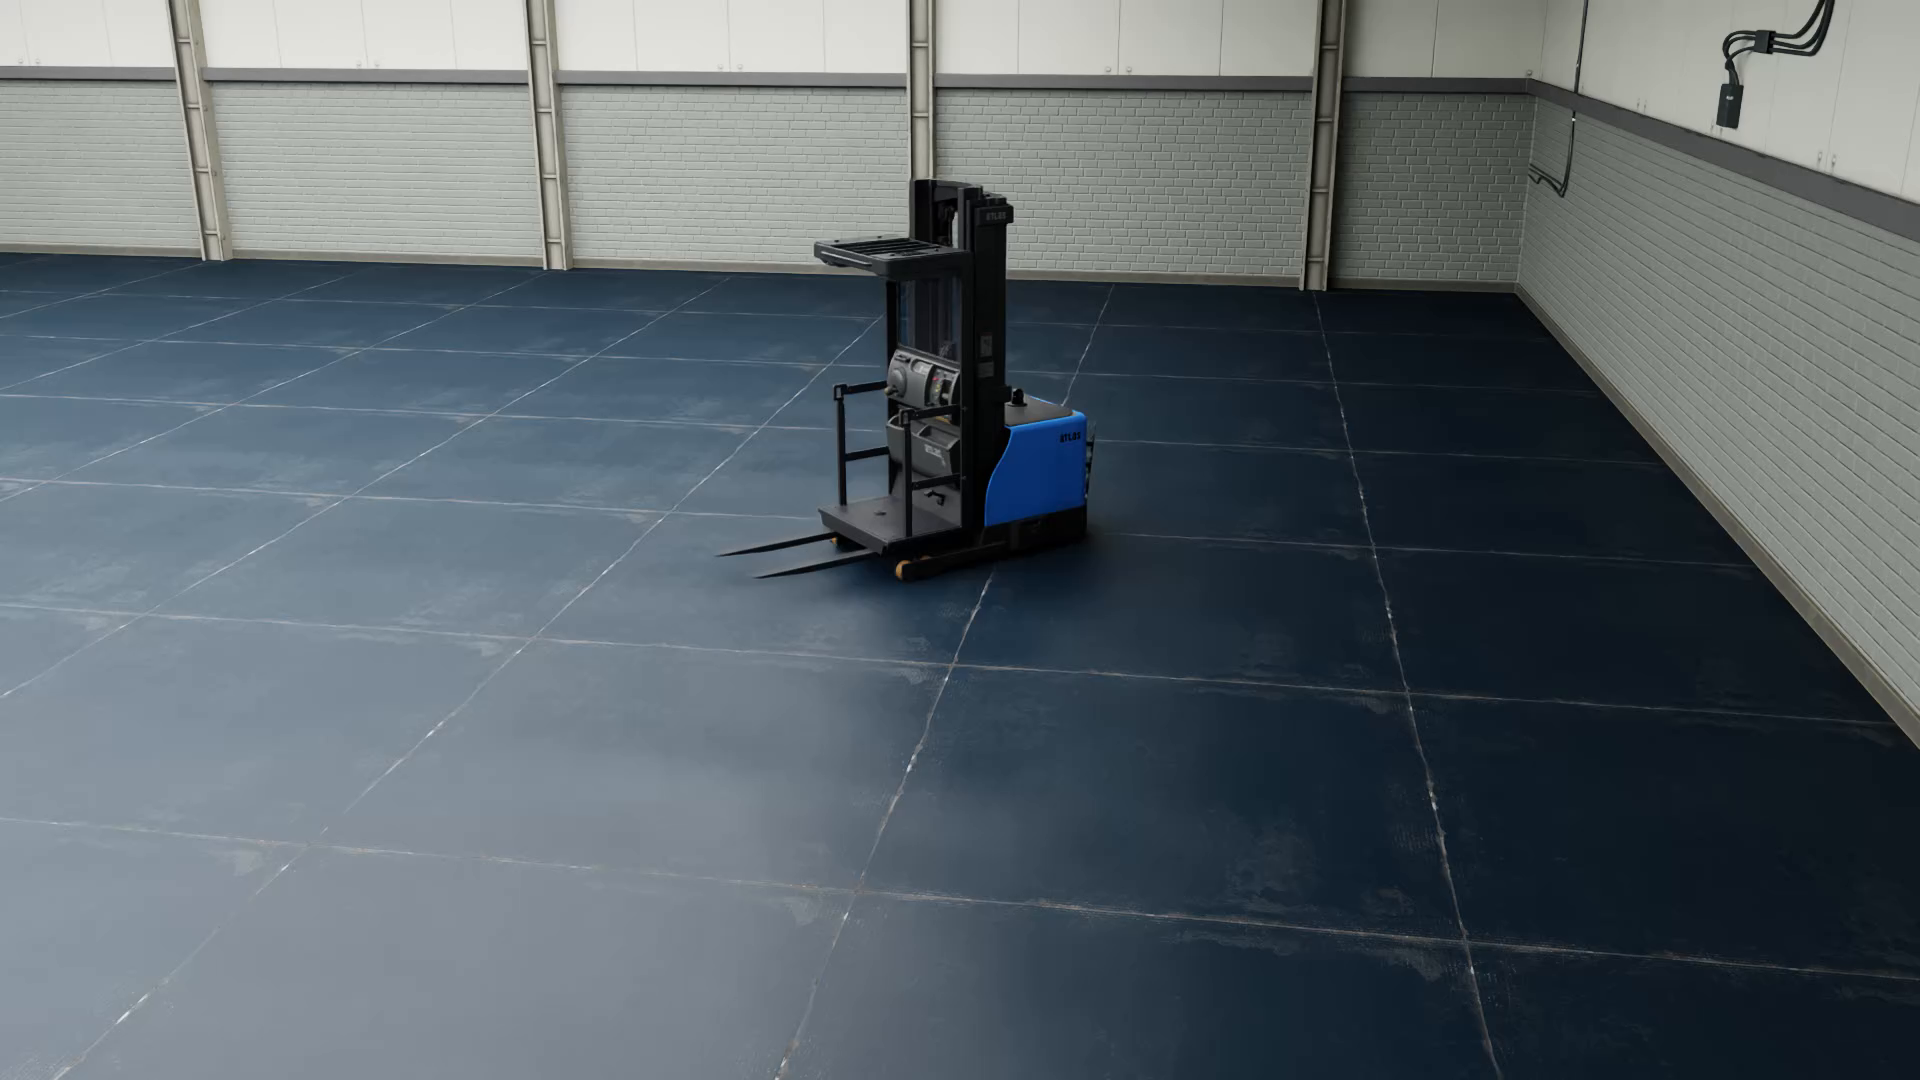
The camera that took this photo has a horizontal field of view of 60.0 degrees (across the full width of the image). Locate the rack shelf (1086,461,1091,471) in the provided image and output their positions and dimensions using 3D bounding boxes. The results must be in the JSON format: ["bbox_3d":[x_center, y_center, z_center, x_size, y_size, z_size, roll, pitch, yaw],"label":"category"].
[{"bbox_3d":[0.962,-0.647,14.114,0.200,0.077,0.258,-2,18,-26],"label":"rack shelf"}]

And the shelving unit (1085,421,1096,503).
[{"bbox_3d":[0.957,-0.593,14.129,0.210,0.900,0.258,-2,18,-26],"label":"shelving unit"}]

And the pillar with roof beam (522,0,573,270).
[{"bbox_3d":[-7.190,-7.325,21.513,0.400,9.000,9.100,3,19,9],"label":"pillar with roof beam"}]

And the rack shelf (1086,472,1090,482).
[{"bbox_3d":[0.954,-0.561,14.138,0.200,0.077,0.258,-2,18,-26],"label":"rack shelf"}]

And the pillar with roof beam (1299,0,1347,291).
[{"bbox_3d":[4.658,-6.721,19.708,0.400,9.000,9.100,3,19,9],"label":"pillar with roof beam"}]

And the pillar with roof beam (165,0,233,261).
[{"bbox_3d":[-13.114,-7.627,22.415,0.400,9.000,9.100,3,19,9],"label":"pillar with roof beam"}]

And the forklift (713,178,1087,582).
[{"bbox_3d":[-0.459,-1.256,12.937,3.031,2.935,1.130,-12,22,-32],"label":"forklift"}]

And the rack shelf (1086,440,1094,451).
[{"bbox_3d":[0.979,-0.819,14.064,0.200,0.077,0.258,-2,18,-26],"label":"rack shelf"}]

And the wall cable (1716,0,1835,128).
[{"bbox_3d":[6.518,-6.146,12.631,0.169,6.003,2.305,3,19,9],"label":"wall cable"}]

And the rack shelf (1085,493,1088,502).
[{"bbox_3d":[0.937,-0.389,14.188,0.200,0.077,0.258,-2,18,-26],"label":"rack shelf"}]

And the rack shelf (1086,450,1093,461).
[{"bbox_3d":[0.971,-0.733,14.089,0.200,0.077,0.258,-2,18,-26],"label":"rack shelf"}]

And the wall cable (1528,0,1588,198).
[{"bbox_3d":[8.039,-6.034,22.550,0.112,2.526,3.097,3,19,9],"label":"wall cable"}]

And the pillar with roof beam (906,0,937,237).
[{"bbox_3d":[-1.266,-7.023,20.610,0.400,9.000,9.100,3,19,9],"label":"pillar with roof beam"}]

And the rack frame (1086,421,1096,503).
[{"bbox_3d":[1.048,-0.597,14.174,0.006,0.900,0.240,-2,18,-26],"label":"rack frame"}]

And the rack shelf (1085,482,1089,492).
[{"bbox_3d":[0.946,-0.475,14.163,0.200,0.077,0.258,-2,18,-26],"label":"rack shelf"}]
